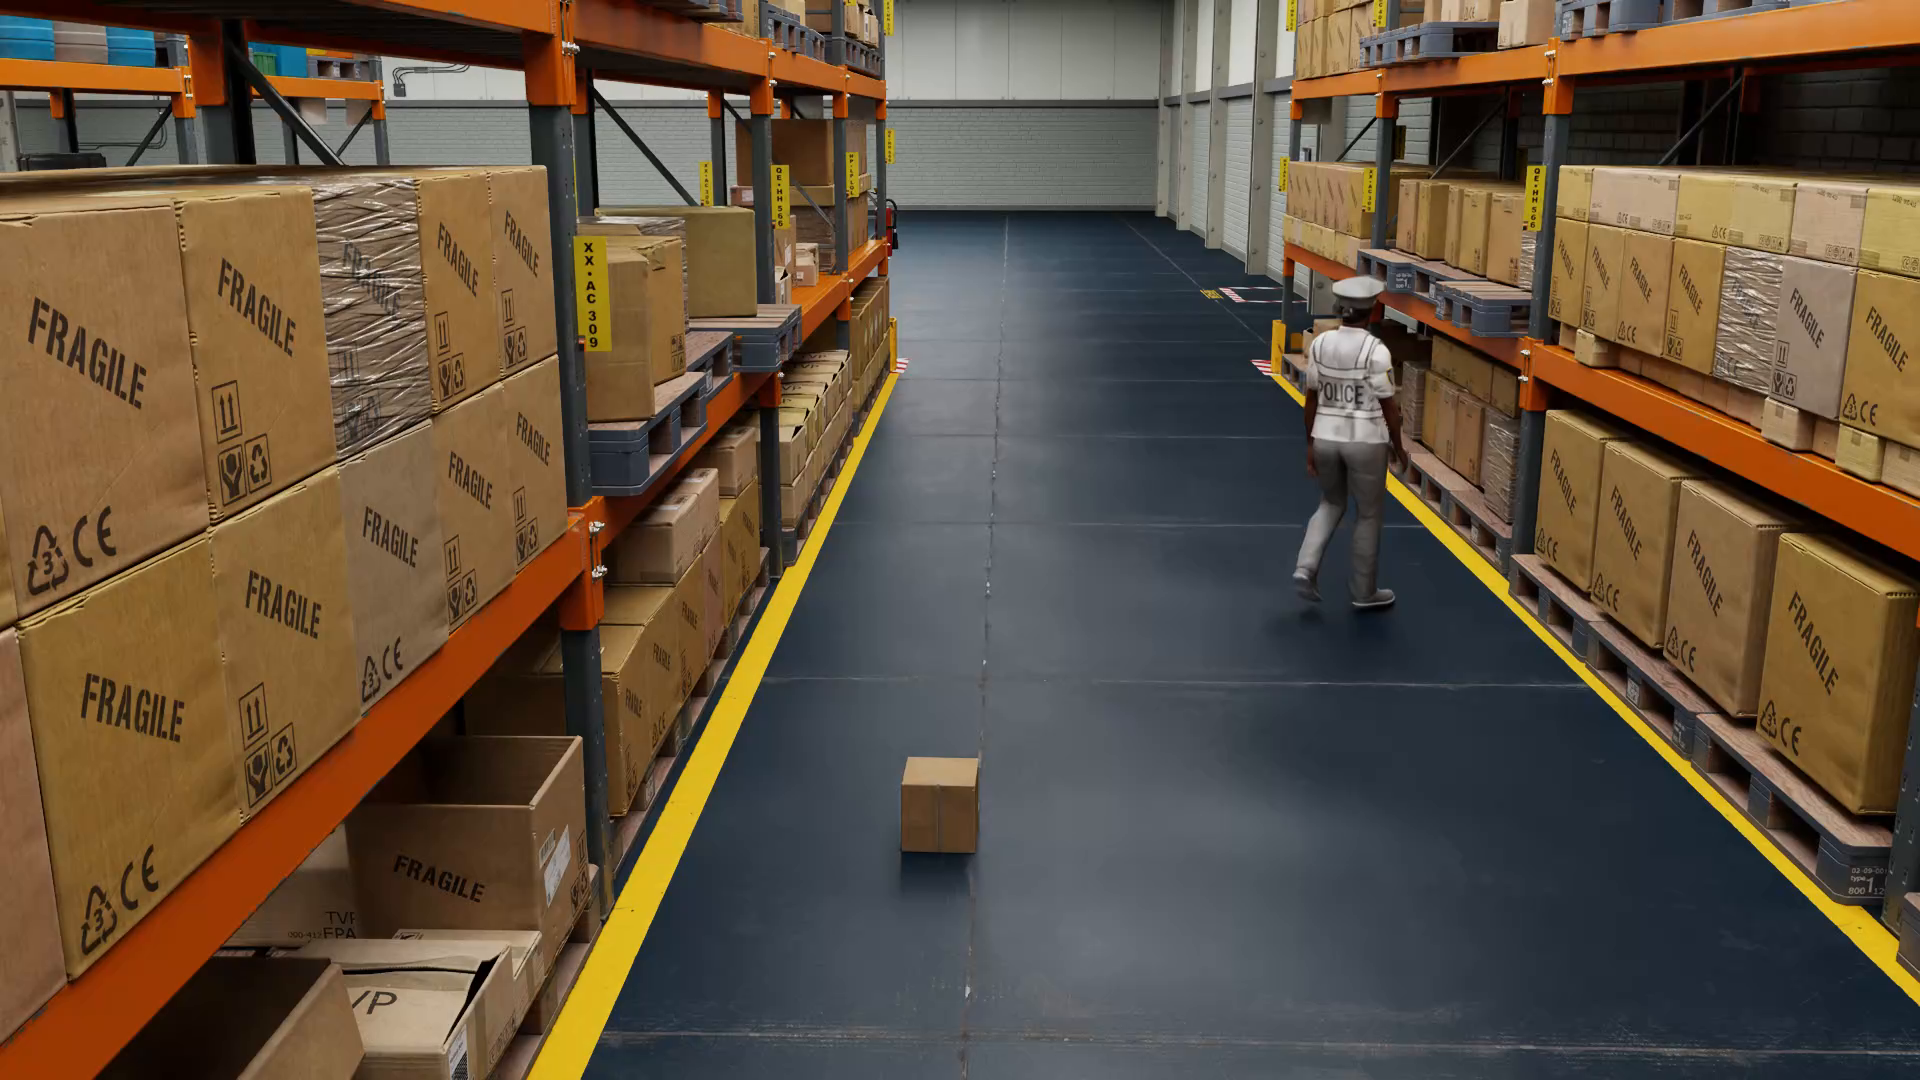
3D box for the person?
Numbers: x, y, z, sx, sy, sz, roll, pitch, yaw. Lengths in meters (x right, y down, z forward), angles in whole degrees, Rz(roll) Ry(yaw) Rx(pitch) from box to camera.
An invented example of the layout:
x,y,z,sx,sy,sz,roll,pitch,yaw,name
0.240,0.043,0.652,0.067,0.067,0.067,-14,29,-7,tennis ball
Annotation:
x,y,z,sx,sy,sz,roll,pitch,yaw,name
1.977,-0.473,8.284,0.468,1.668,0.527,13,19,42,person
